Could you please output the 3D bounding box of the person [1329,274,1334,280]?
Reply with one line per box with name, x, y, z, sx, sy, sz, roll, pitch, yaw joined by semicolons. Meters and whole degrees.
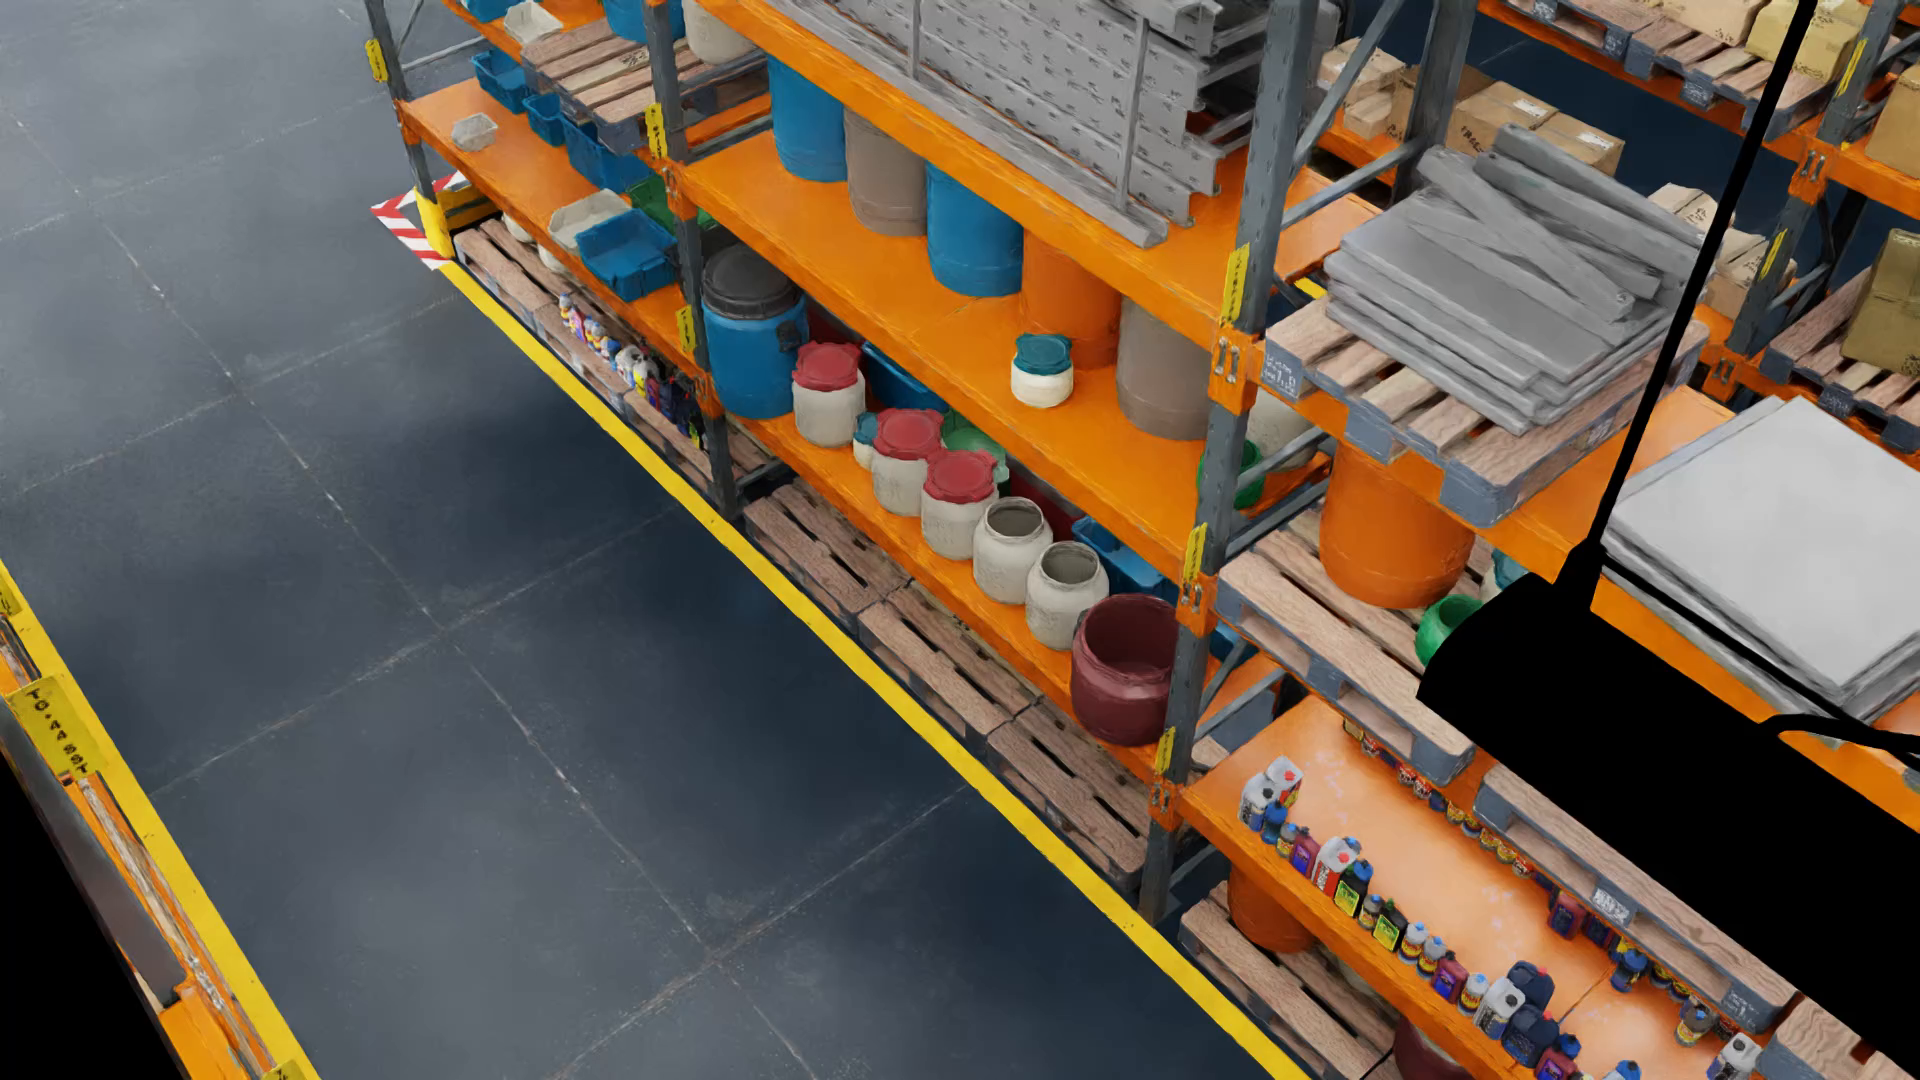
person;2.479;-1.251;11.029;0.994;1.622;0.479;32;54;27
